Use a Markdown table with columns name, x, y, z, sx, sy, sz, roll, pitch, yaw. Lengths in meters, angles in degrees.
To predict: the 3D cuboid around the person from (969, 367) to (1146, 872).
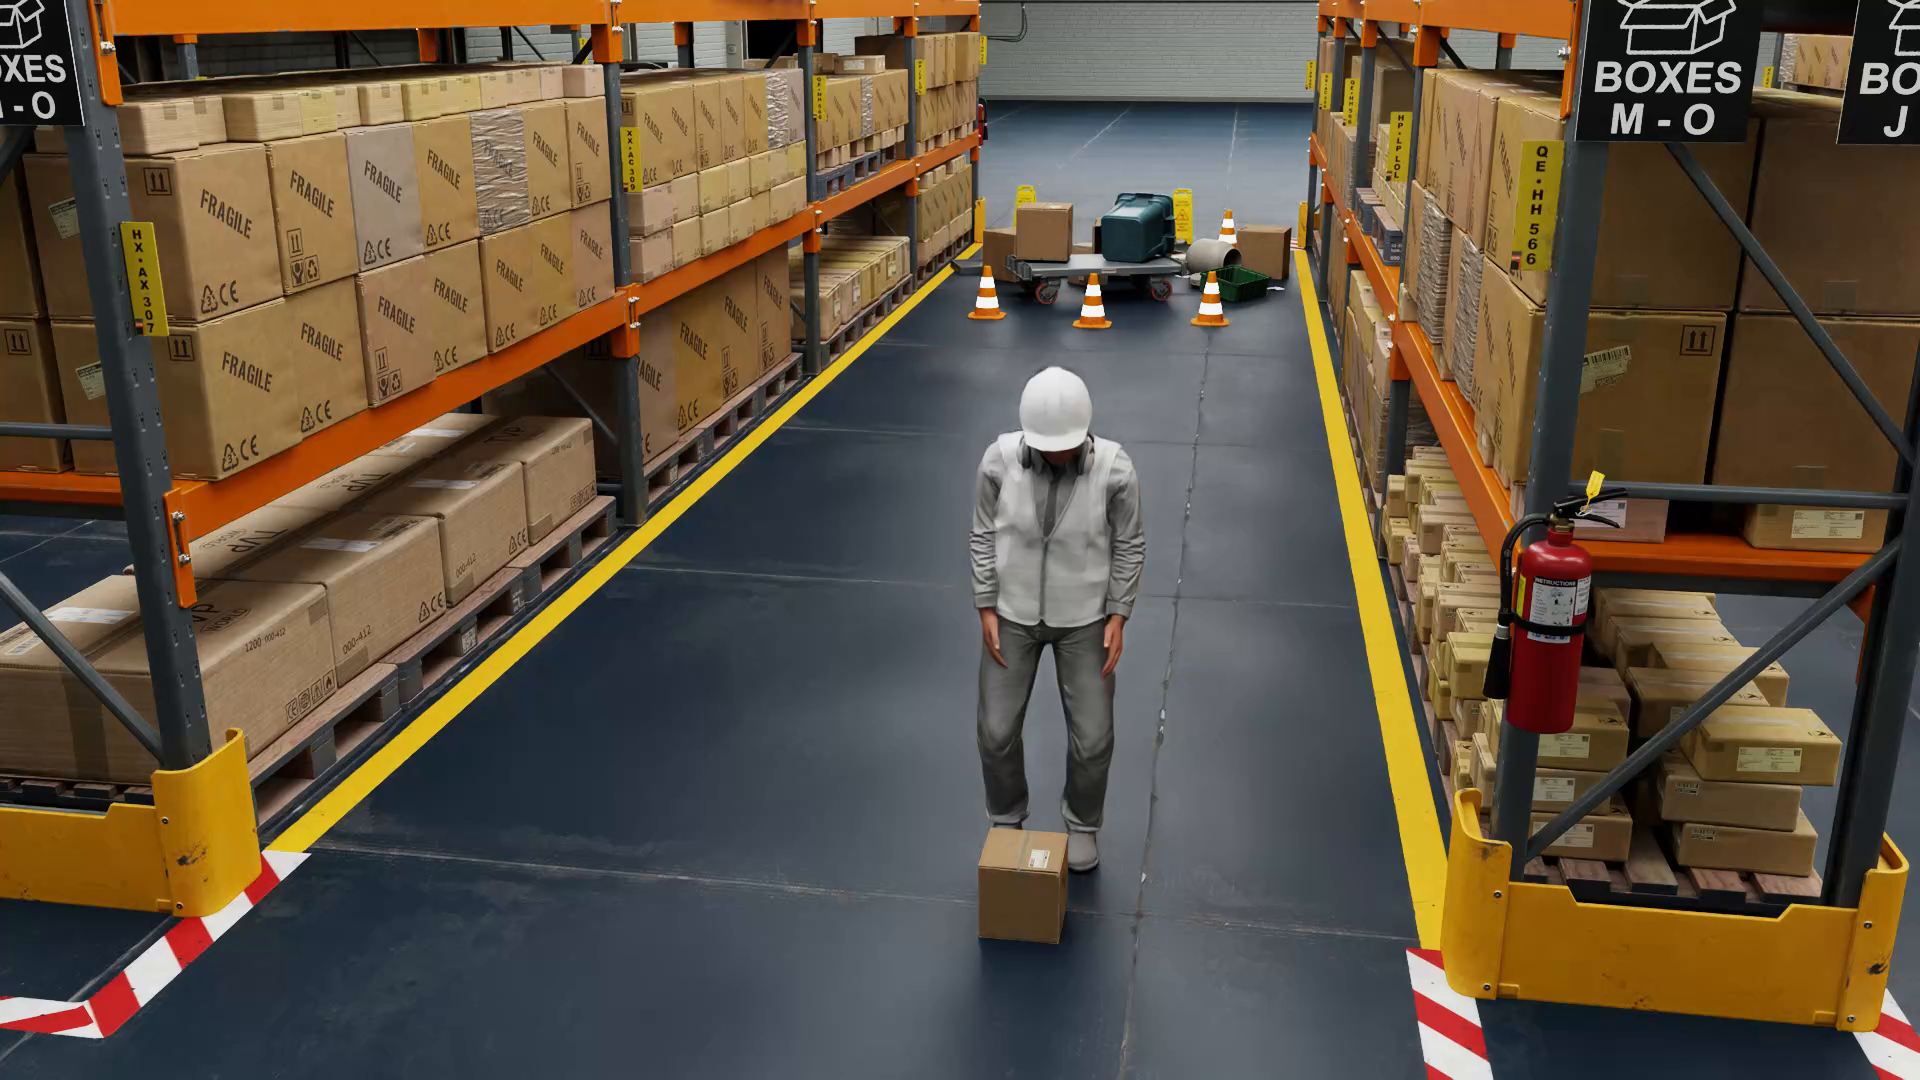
| name | x | y | z | sx | sy | sz | roll | pitch | yaw |
| --- | --- | --- | --- | --- | --- | --- | --- | --- | --- |
| person | 0.309 | 0.252 | 5.368 | 0.567 | 1.695 | 0.516 | 3 | 18 | 10 |
